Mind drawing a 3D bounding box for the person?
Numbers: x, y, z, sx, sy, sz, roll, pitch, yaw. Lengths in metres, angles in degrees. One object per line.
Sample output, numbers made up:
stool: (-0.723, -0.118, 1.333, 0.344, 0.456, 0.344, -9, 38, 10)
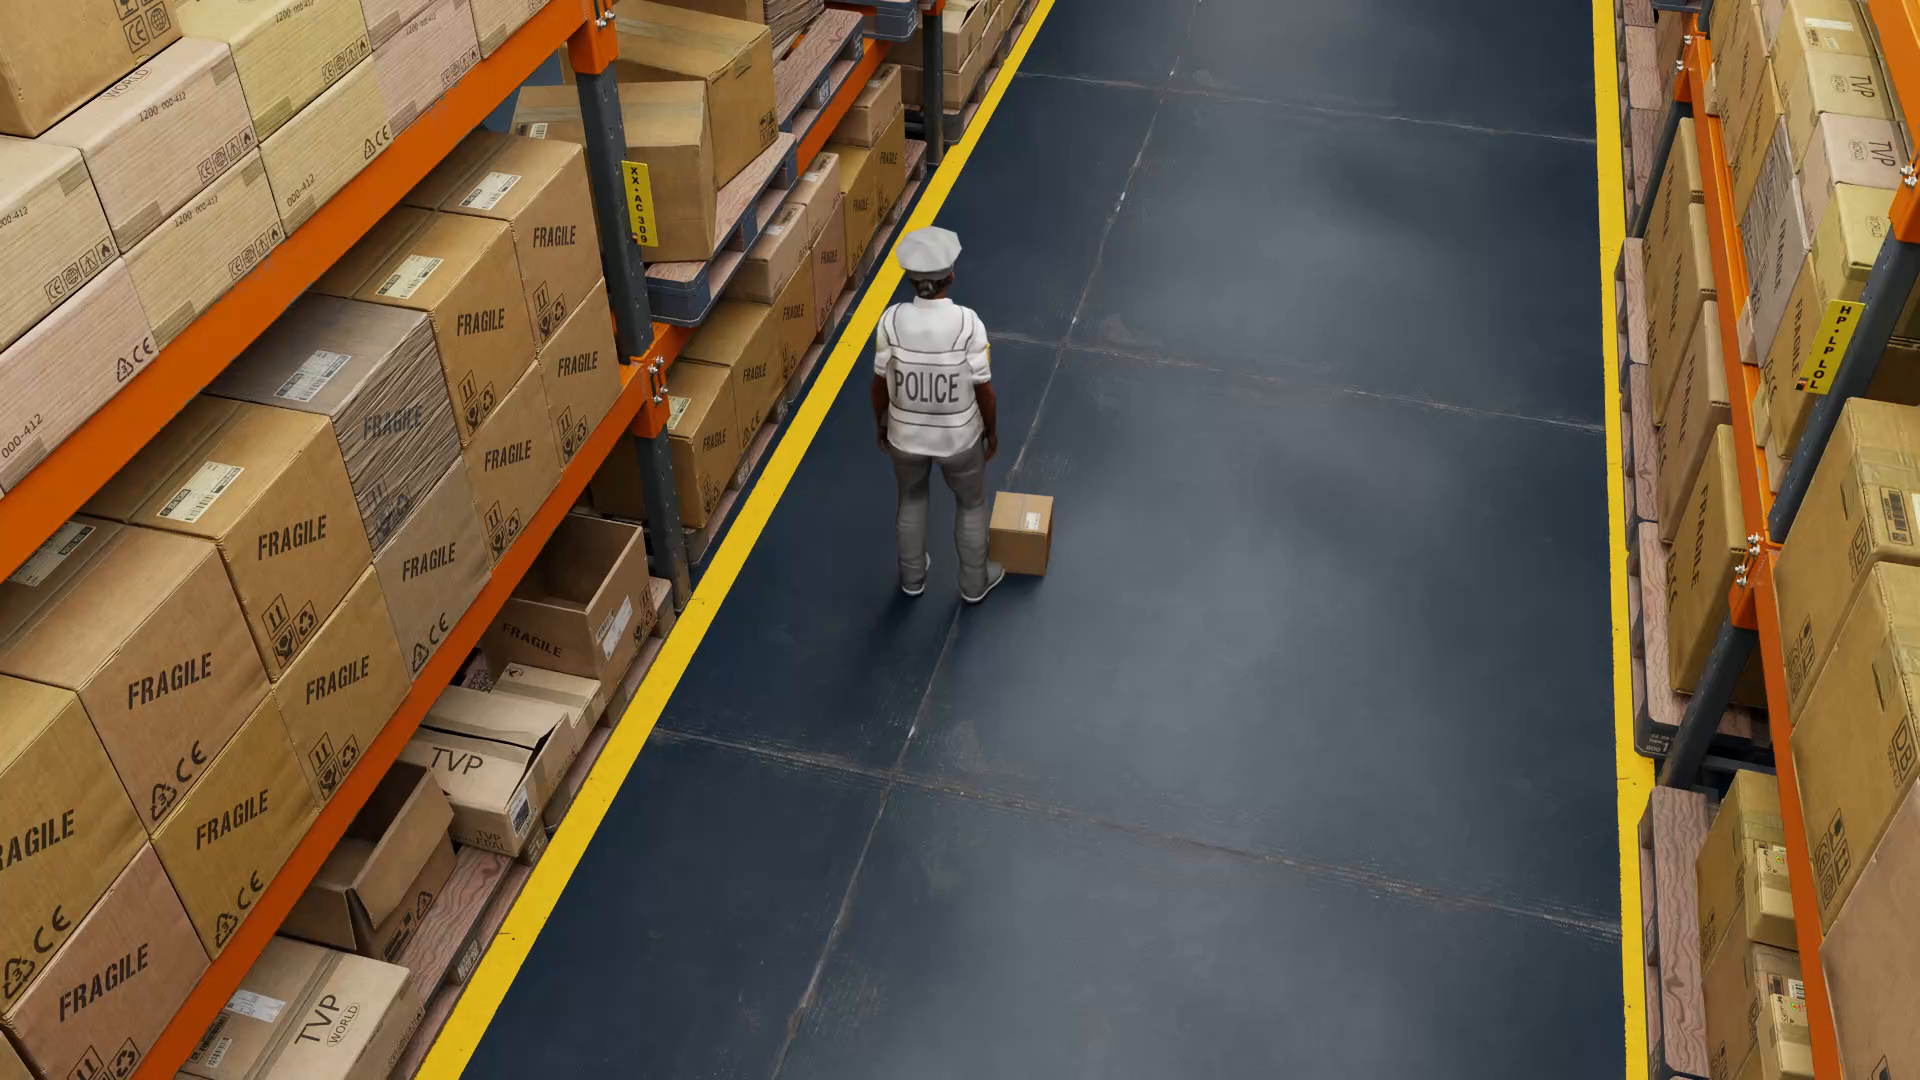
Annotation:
person: (-0.083, -0.438, 6.658, 0.530, 1.658, 0.397, 6, 42, 7)
